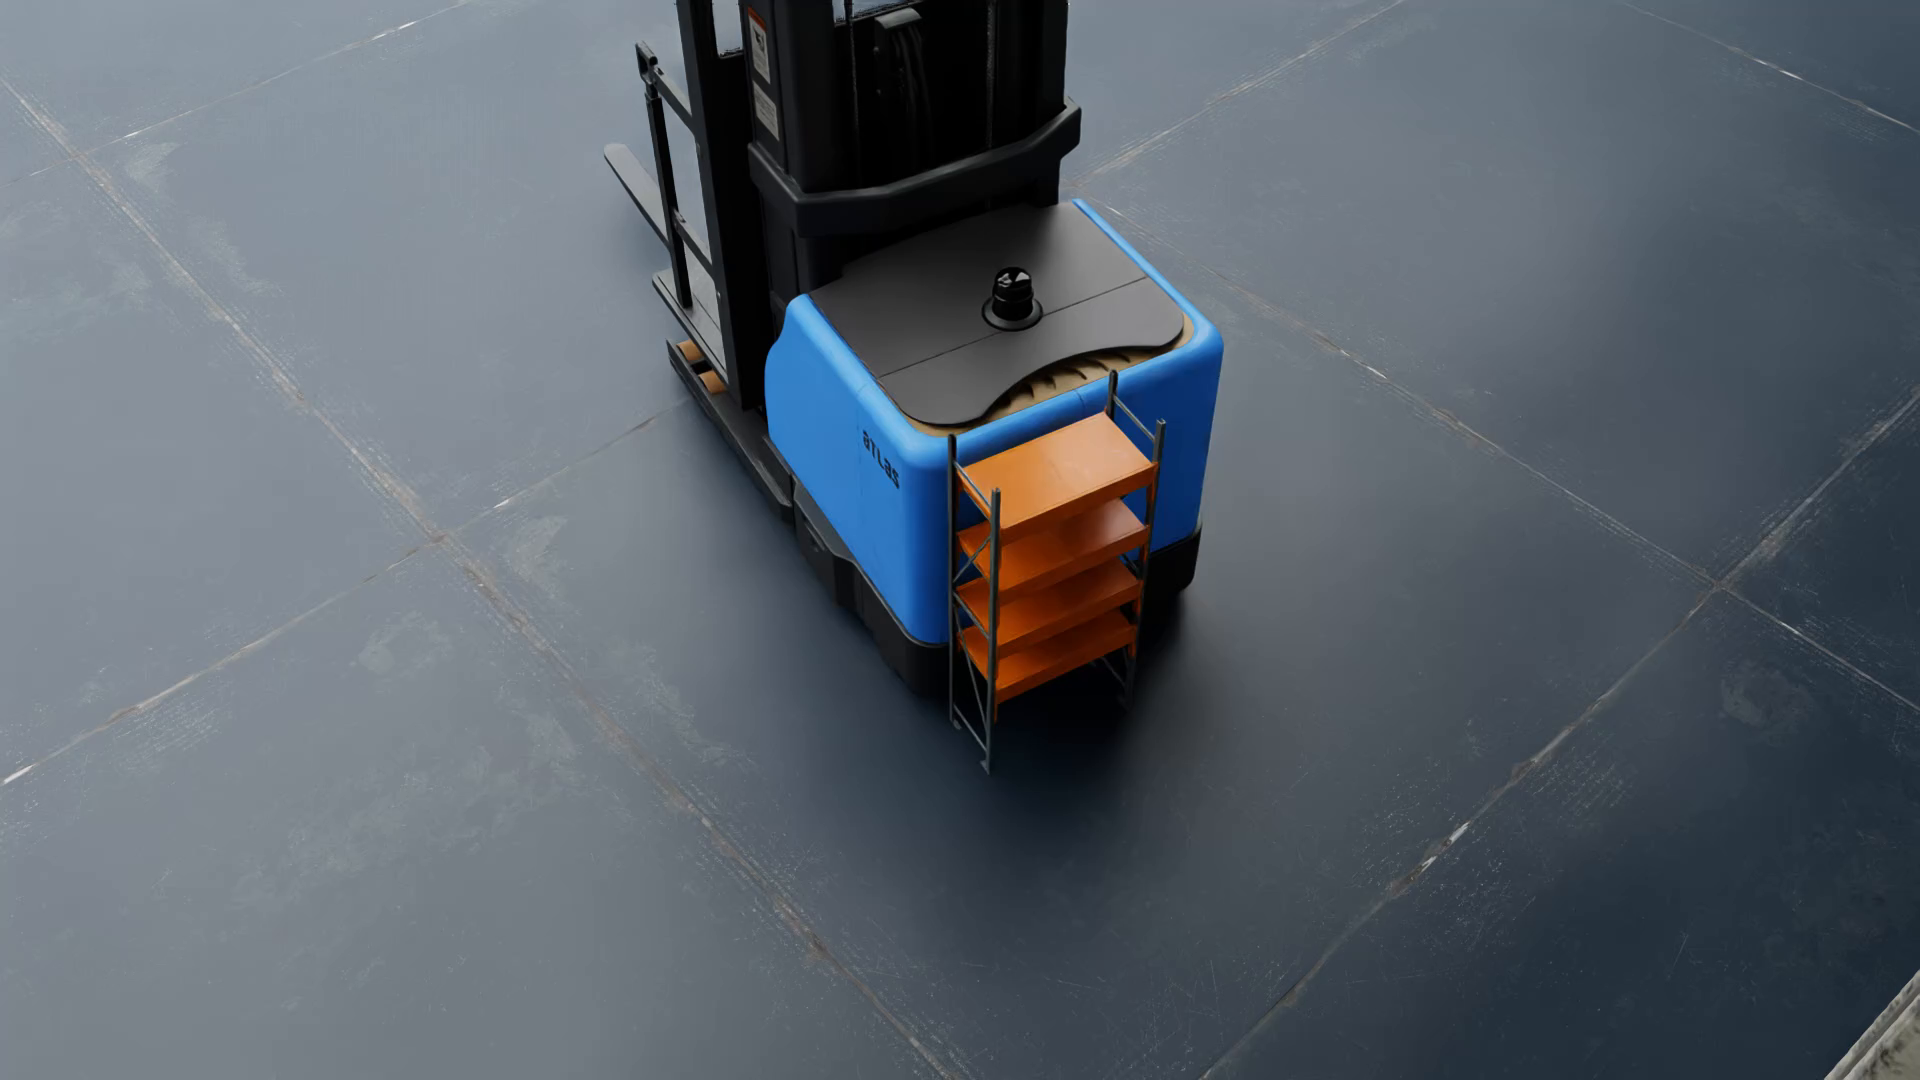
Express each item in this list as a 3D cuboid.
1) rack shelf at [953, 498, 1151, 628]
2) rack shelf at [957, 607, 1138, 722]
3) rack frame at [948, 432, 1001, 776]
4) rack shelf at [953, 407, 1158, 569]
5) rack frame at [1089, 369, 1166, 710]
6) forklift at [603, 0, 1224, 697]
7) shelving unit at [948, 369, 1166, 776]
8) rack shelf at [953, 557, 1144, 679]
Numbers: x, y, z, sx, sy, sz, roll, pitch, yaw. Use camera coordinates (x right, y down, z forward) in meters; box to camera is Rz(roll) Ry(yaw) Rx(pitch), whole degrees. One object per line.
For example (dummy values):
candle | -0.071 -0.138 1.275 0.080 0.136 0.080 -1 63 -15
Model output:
rack shelf | 0.246 0.018 4.533 0.480 0.148 0.258 -23 51 -20
rack shelf | 0.246 0.305 4.843 0.480 0.148 0.258 -23 51 -20
rack frame | 0.034 0.213 4.566 0.015 1.200 0.240 -23 51 -20
rack shelf | 0.246 -0.142 4.359 0.480 0.148 0.258 -23 51 -20
rack frame | 0.457 0.035 4.730 0.015 1.200 0.240 -23 51 -20
forklift | -0.407 -1.596 5.057 1.130 2.935 3.031 -23 51 -20
shelving unit | 0.246 0.124 4.648 0.503 1.200 0.258 -23 51 -20
rack shelf | 0.246 0.170 4.697 0.480 0.148 0.258 -23 51 -20
